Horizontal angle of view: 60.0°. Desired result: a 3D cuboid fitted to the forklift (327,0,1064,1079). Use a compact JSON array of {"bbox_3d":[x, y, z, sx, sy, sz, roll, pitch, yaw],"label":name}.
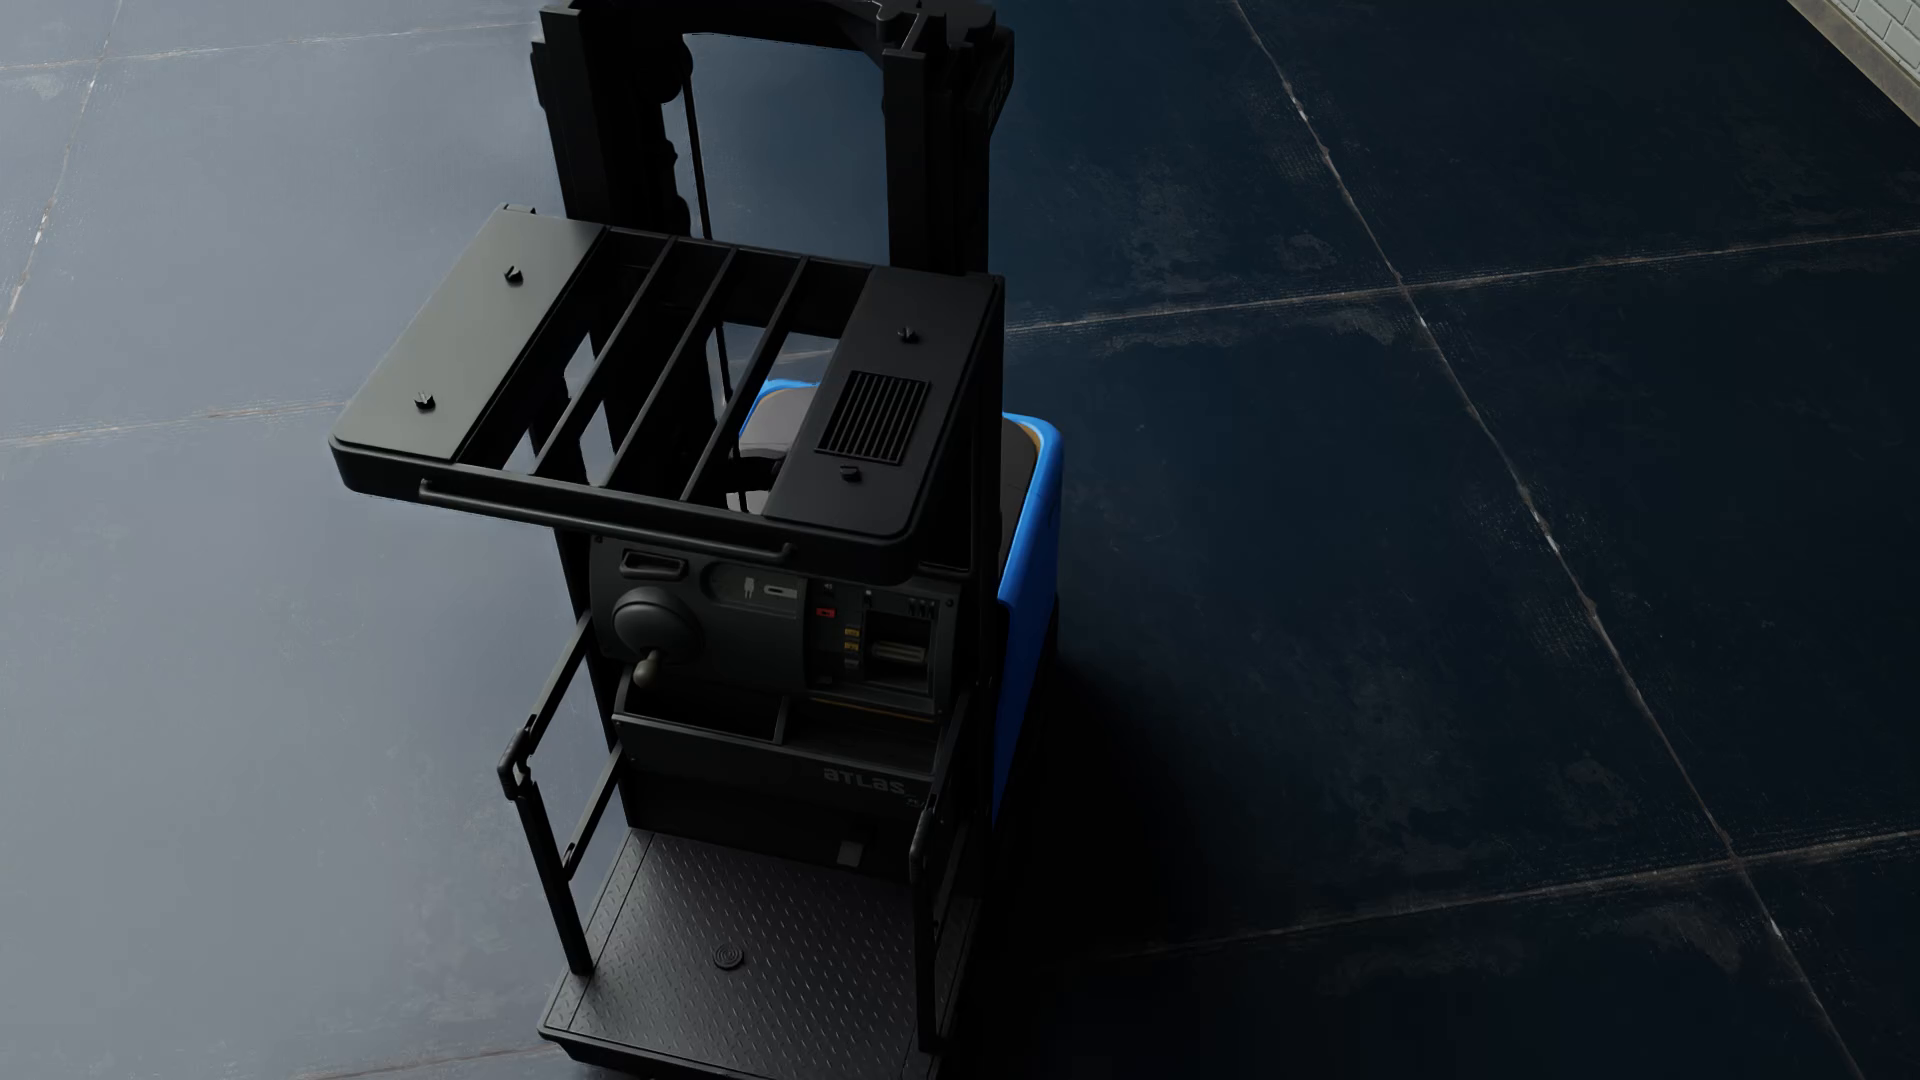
[{"bbox_3d":[-0.508,0.312,3.914,1.130,2.935,3.031,10,47,9],"label":"forklift"}]
